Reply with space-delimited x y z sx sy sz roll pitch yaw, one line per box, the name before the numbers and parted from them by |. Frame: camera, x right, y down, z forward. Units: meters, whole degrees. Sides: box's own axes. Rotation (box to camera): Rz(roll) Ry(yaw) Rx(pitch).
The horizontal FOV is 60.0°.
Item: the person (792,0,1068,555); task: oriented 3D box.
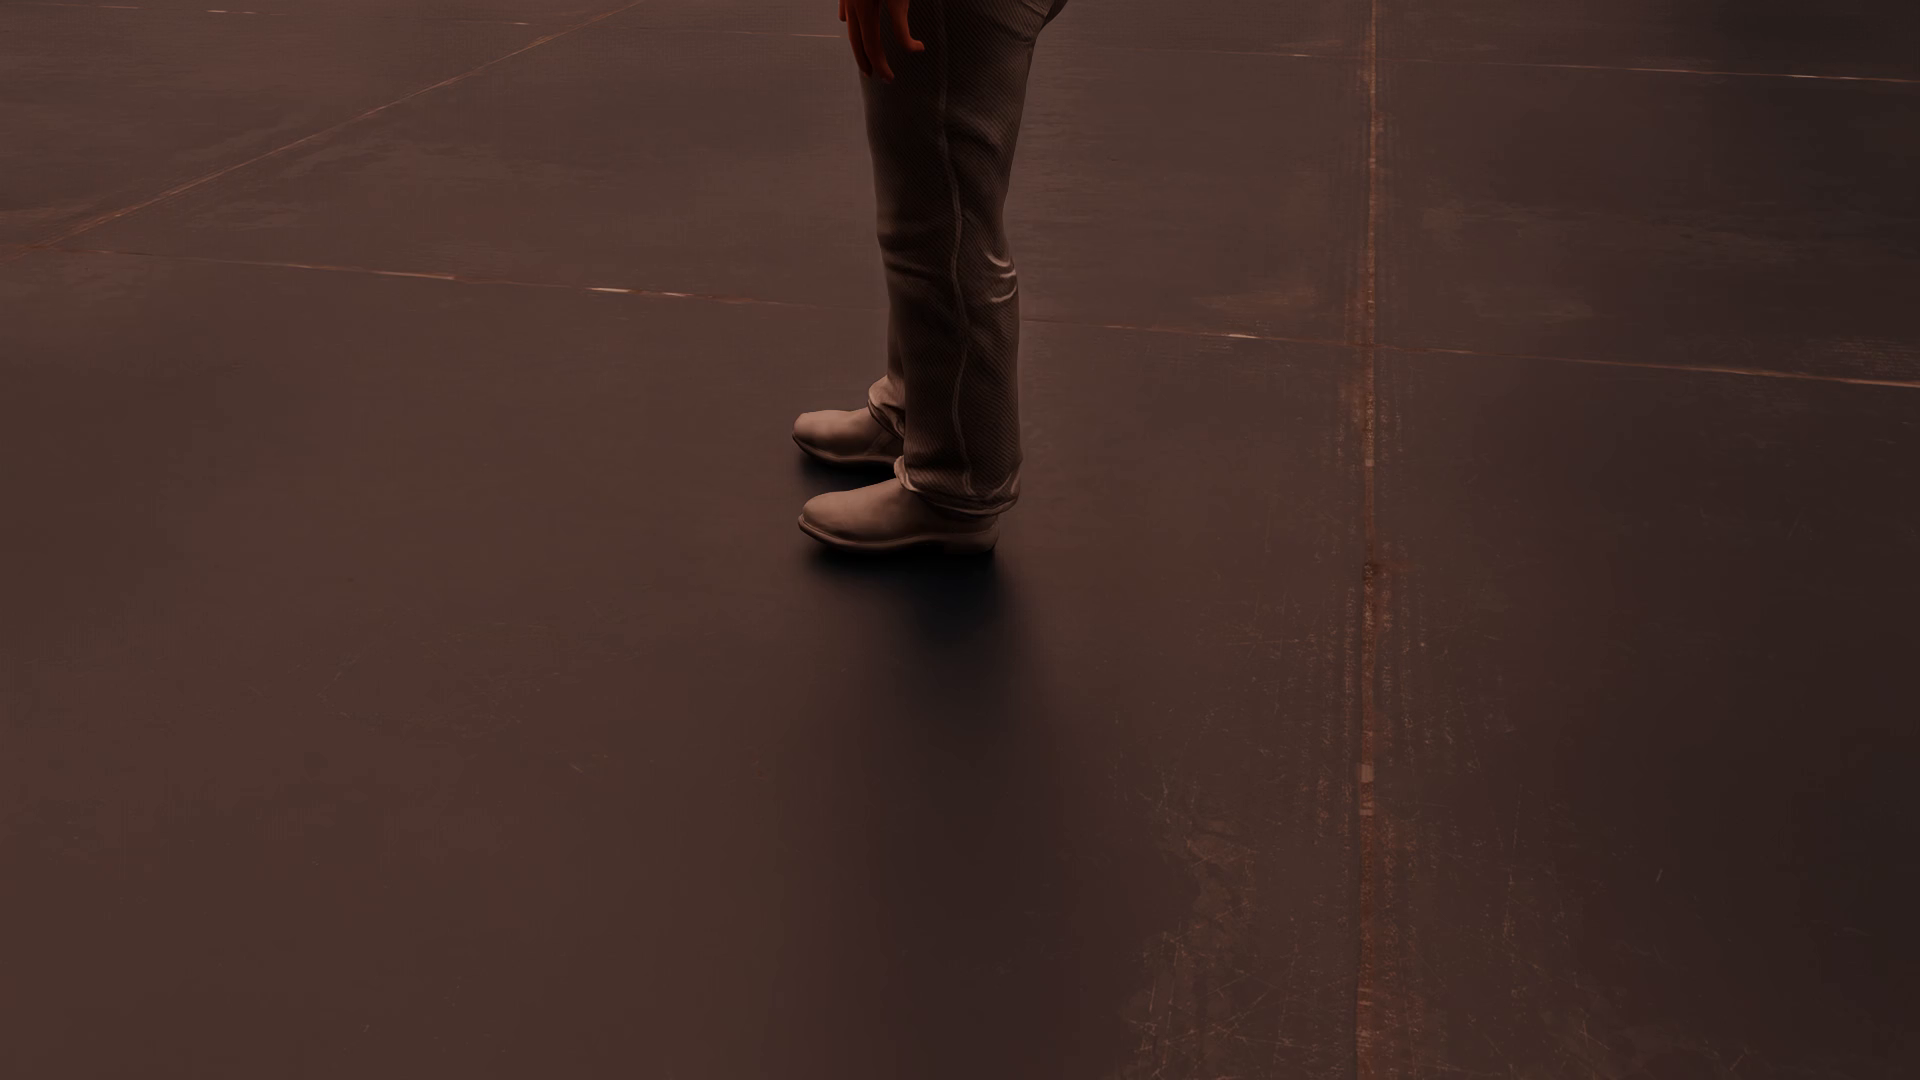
person | -0.058 -0.808 2.116 0.568 1.773 0.632 6 27 11
